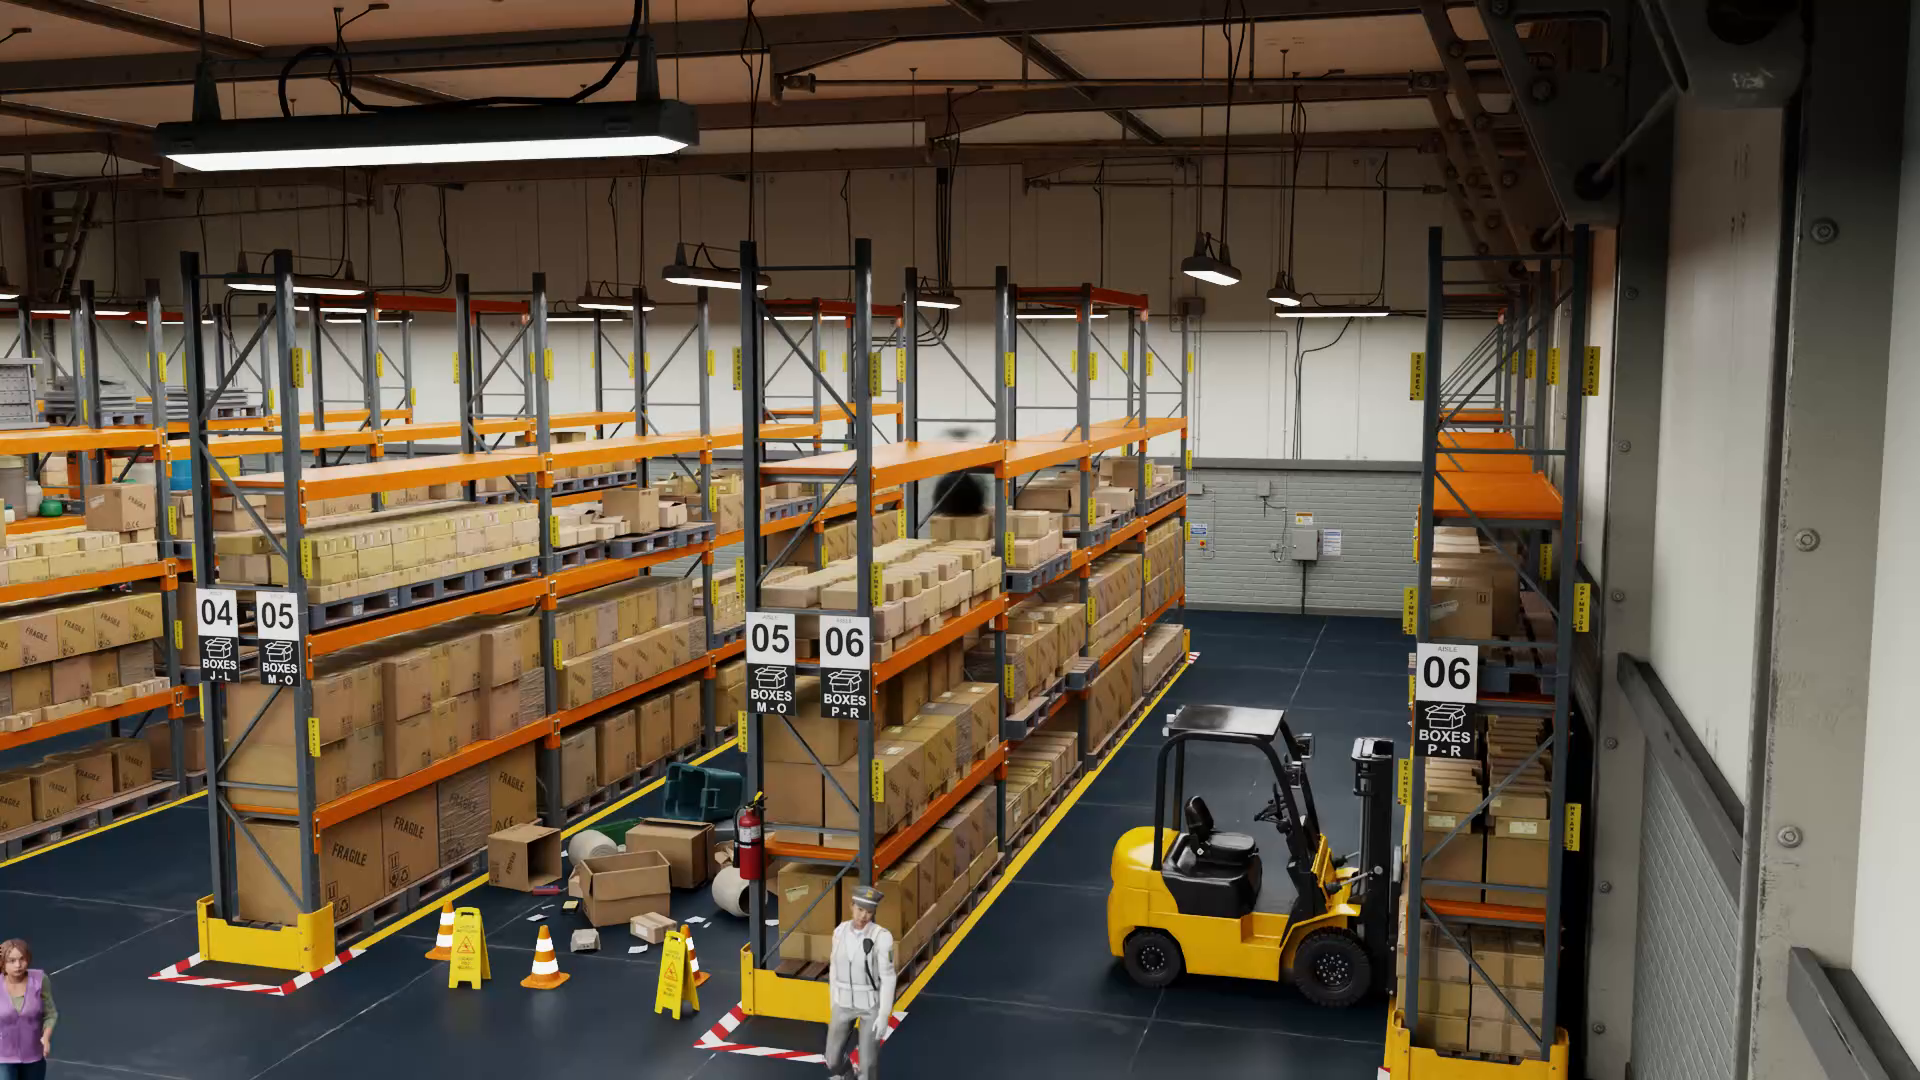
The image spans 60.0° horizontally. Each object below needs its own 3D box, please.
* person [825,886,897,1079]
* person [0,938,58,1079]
[{"bbox_3d":[-0.682,3.091,11.122,0.614,1.675,0.560,2,7,16],"label":"person"},{"bbox_3d":[-5.843,3.236,10.315,0.442,1.617,0.803,-6,9,-42],"label":"person"}]
